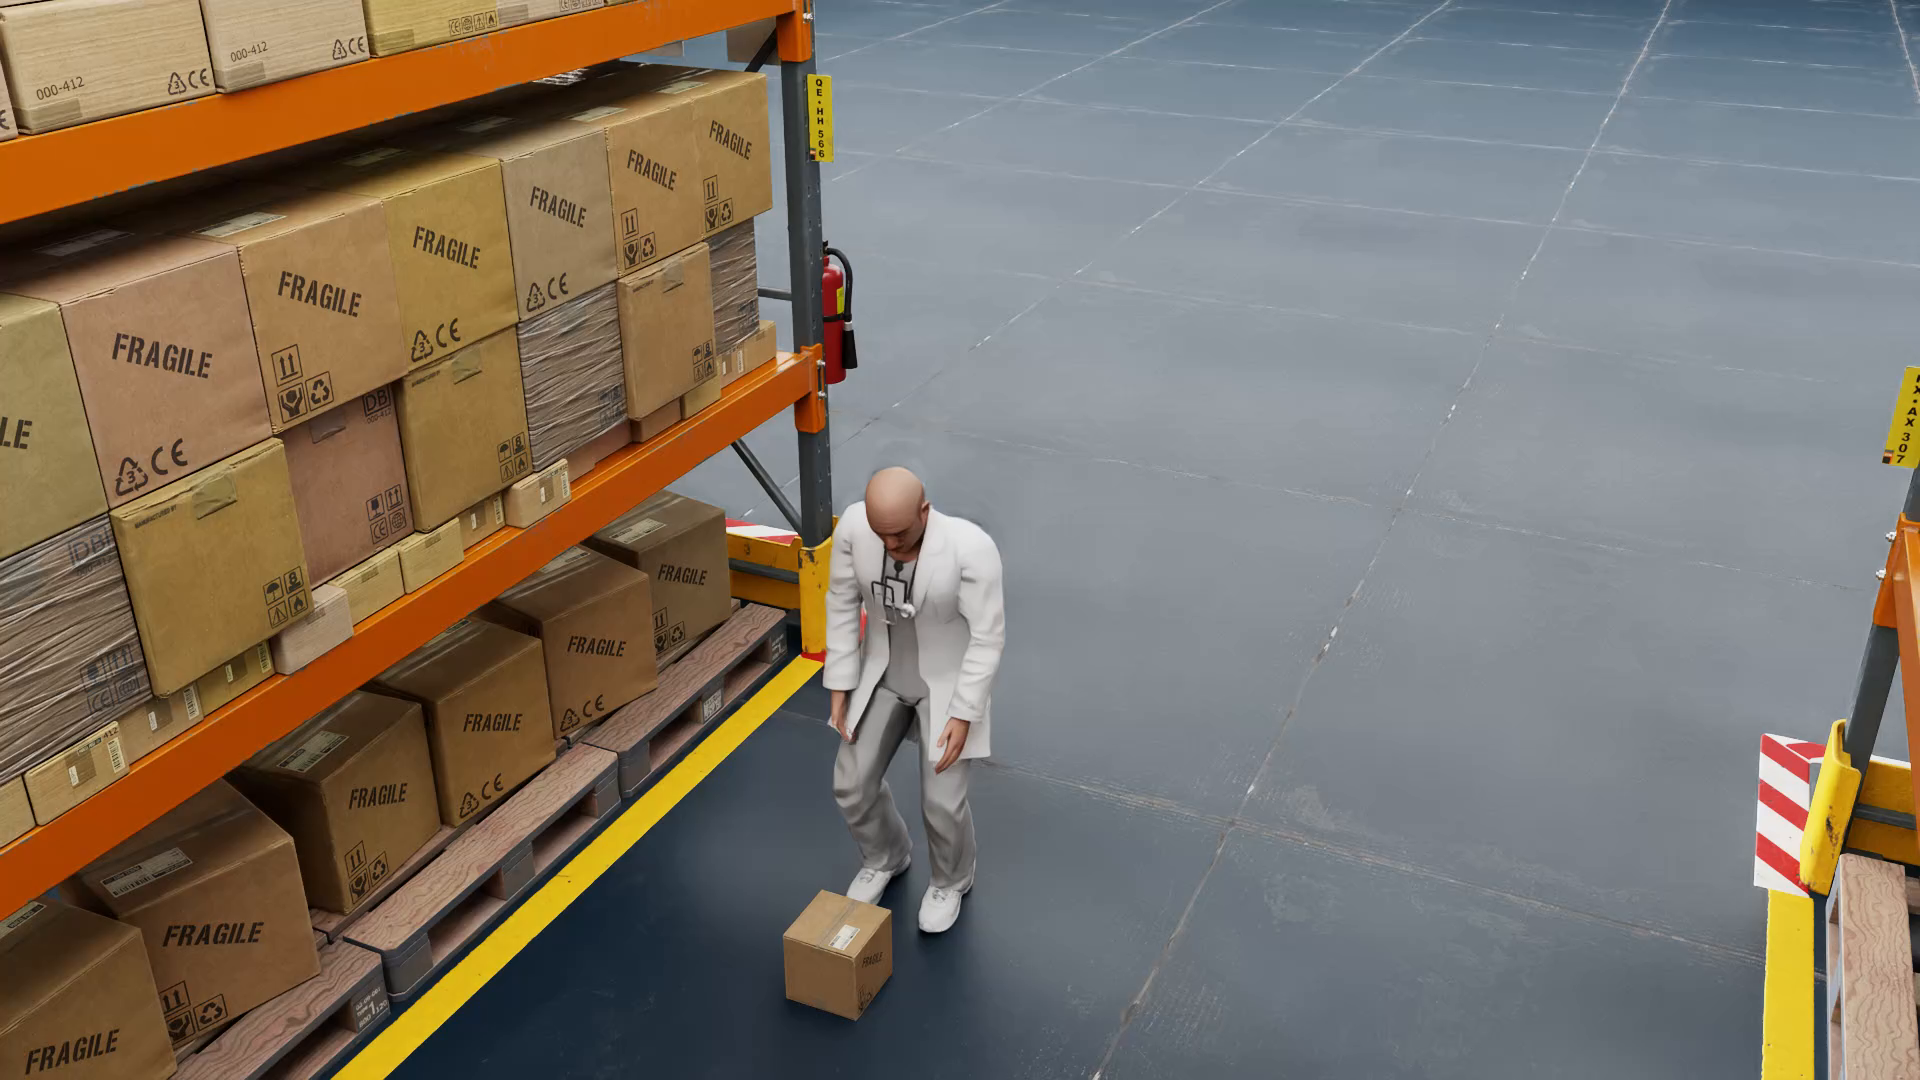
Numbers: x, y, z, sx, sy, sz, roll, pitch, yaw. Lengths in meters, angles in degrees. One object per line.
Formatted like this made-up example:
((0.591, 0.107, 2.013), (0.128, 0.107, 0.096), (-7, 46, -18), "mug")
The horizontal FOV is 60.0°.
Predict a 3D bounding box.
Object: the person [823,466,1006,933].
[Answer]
((-0.134, 0.480, 5.297), (0.611, 1.648, 0.523), (12, 28, 23), "person")
